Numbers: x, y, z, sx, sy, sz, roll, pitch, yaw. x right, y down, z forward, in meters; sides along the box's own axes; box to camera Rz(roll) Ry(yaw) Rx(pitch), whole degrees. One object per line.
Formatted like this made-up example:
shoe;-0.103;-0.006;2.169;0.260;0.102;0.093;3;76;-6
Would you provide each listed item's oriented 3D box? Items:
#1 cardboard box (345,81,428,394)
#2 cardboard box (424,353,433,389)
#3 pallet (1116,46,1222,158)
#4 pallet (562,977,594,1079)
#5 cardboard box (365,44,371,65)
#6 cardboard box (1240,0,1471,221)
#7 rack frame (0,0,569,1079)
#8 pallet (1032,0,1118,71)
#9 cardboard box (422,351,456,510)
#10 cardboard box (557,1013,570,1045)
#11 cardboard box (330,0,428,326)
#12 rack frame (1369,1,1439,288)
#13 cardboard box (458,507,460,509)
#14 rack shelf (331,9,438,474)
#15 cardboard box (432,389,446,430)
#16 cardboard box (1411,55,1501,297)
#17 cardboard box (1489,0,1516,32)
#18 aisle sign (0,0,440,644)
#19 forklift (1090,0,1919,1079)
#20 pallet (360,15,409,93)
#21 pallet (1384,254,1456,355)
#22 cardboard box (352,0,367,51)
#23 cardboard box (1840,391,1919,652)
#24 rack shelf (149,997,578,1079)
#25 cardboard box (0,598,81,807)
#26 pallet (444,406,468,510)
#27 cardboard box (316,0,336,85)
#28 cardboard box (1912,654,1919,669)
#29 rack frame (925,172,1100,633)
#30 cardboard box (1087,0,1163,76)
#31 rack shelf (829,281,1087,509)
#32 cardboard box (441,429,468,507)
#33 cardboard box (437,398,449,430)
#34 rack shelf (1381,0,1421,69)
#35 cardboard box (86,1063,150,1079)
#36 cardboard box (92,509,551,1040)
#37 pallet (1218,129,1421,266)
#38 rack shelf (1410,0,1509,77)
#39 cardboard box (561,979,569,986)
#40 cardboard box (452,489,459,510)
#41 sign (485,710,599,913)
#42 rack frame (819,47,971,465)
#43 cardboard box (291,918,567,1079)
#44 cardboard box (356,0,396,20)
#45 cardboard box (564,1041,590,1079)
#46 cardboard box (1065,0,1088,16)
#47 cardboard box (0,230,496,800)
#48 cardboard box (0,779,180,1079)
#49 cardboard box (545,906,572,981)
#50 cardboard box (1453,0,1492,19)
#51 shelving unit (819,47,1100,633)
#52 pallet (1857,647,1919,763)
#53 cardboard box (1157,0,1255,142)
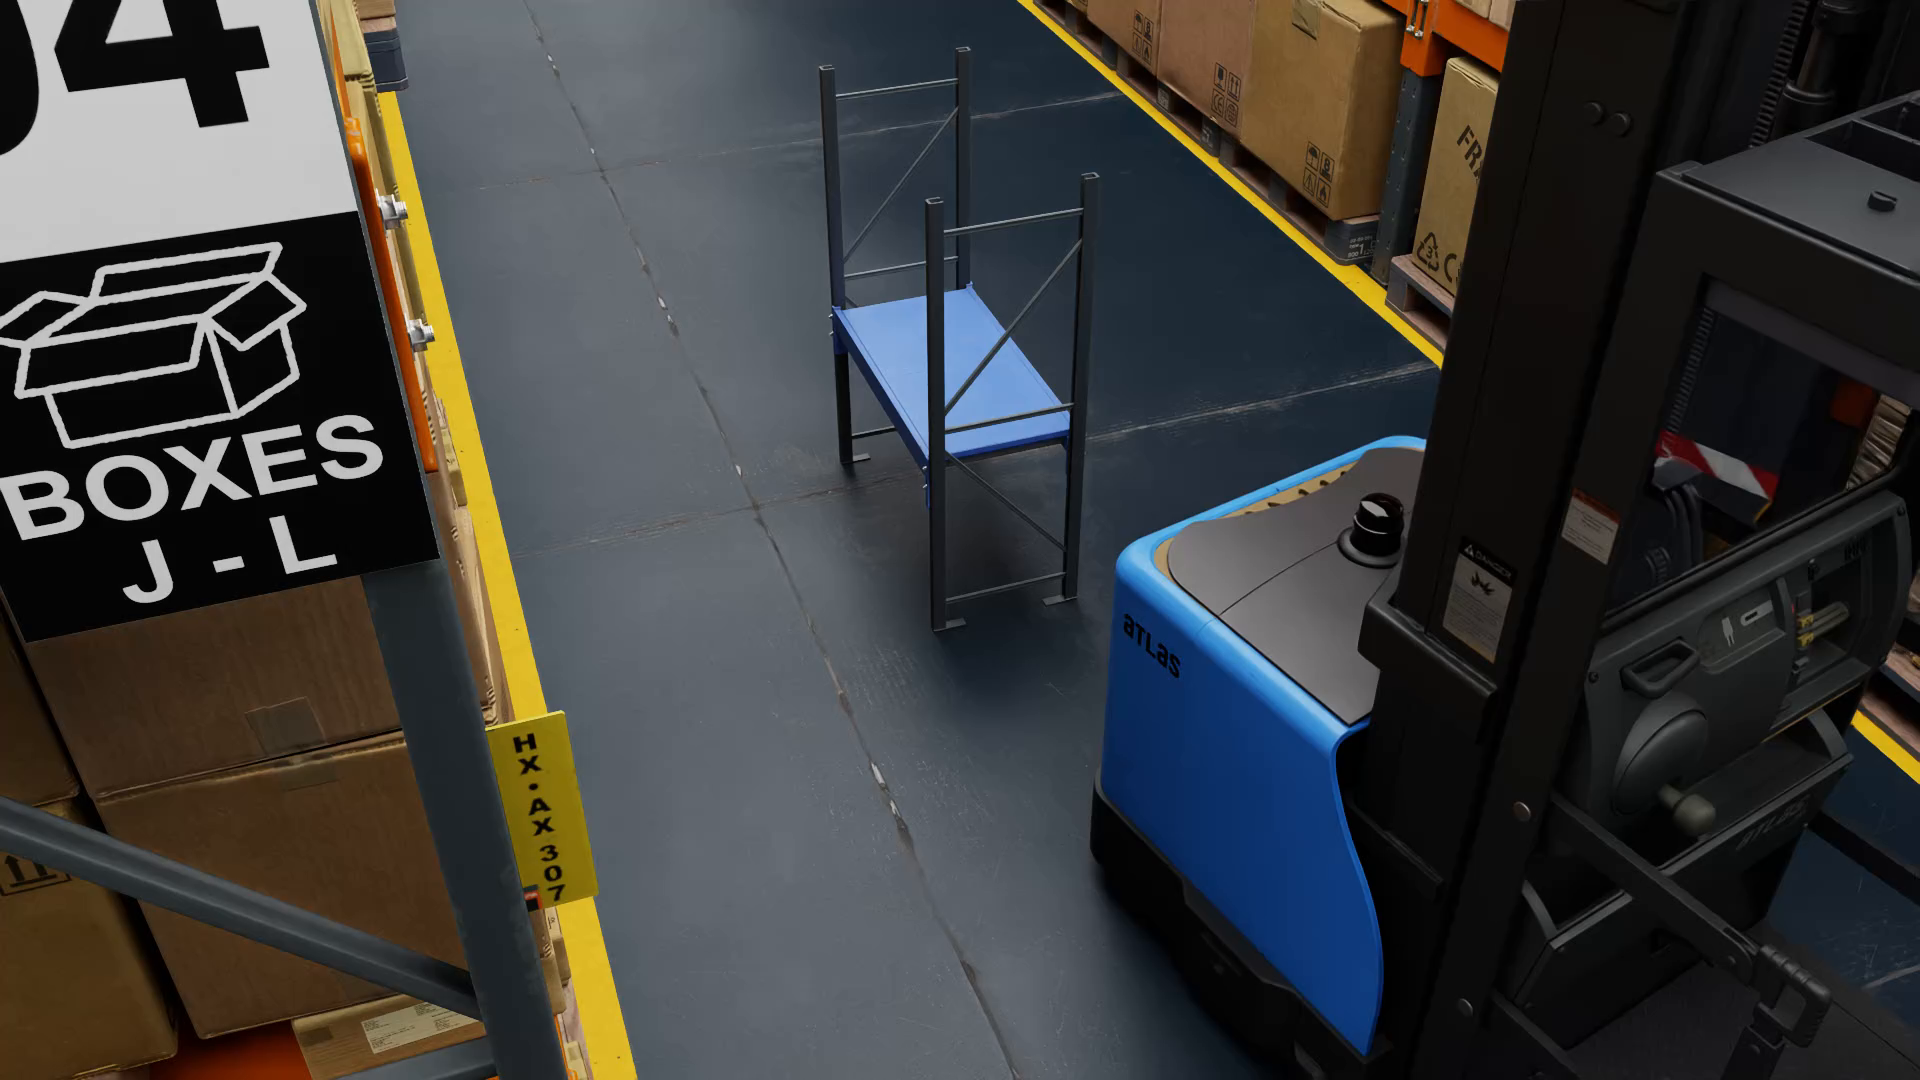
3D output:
cardboard box;-1.116;-0.347;2.556;0.500;0.500;0.500;-11;38;-15
cardboard box;-2.001;-0.492;5.683;0.380;0.149;0.250;-12;39;-15
pallet;1.524;-2.423;8.791;1.003;0.211;1.213;-12;39;-16
pallet;-1.304;1.408;3.705;1.003;0.211;1.213;-12;39;-16
cardboard box;-1.798;-1.106;4.395;0.500;0.500;0.500;-13;39;-17
cardboard box;2.045;-2.102;7.465;1.225;0.875;0.875;-12;39;-16
rack frame;-1.028;0.803;2.191;0.949;2.616;0.053;-12;39;-16
pallet;1.108;-3.111;9.704;1.003;0.211;1.213;-12;39;-16
cardboard box;-1.291;-0.242;3.248;0.500;0.500;0.500;-12;39;-15
cardboard box;-1.012;1.140;3.516;0.380;0.149;0.250;-13;39;-16
cardboard box;-1.274;-0.645;2.952;0.500;0.500;0.500;-13;39;-17
rack frame;2.284;-2.426;6.477;1.000;3.000;0.127;-12;39;-16
cardboard box;-1.791;-0.034;5.322;0.380;0.149;0.250;-14;39;-17
rack shelf;-1.720;-1.237;3.004;1.077;0.370;4.000;-12;39;-16
cardboard box;-1.896;-0.341;5.483;0.380;0.149;0.250;-14;39;-18
cardboard box;2.436;-1.355;6.473;0.875;0.875;0.875;-12;39;-16
cardboard box;2.164;-1.941;6.043;0.380;0.149;0.250;-14;39;-17
aisle sign;-0.725;-0.256;1.435;0.394;0.787;0.004;-12;39;-16
forklift;1.576;0.292;2.927;1.130;2.935;3.031;-21;42;-26
pallet;-2.534;-1.841;5.861;1.003;0.211;1.213;-12;39;-16
pallet;2.472;-0.866;6.725;1.003;0.211;1.213;-12;39;-16
cardboard box;-1.453;-0.932;3.333;0.500;0.500;0.500;-14;39;-17
cardboard box;3.052;-0.344;5.131;0.875;0.875;0.875;-12;39;-16
rack shelf;-1.720;-0.039;3.906;1.077;0.370;4.000;-12;39;-16
cardboard box;-1.422;0.039;2.044;0.500;0.500;0.500;-13;39;-17
pallet;-2.143;0.030;5.535;1.003;0.211;1.213;-12;39;-16
cardboard box;-0.946;-0.641;1.740;0.500;0.250;0.500;-11;38;-14
cardboard box;3.365;0.170;4.448;0.875;0.875;0.875;-12;39;-16
rack frame;0.146;-0.360;4.981;0.500;1.500;0.032;-12;39;-16
cardboard box;1.425;-3.105;8.796;1.225;0.875;0.875;-12;39;-16
rack shelf;-0.029;-0.504;5.471;0.538;0.185;1.000;-12;39;-16
cardboard box;-1.787;-0.194;5.287;0.380;0.149;0.250;-14;39;-18
cardboard box;-1.953;-0.334;5.721;0.380;0.149;0.250;-12;39;-15
rack shelf;1.596;-3.268;8.194;1.077;0.370;4.000;-12;39;-16
cardboard box;-1.409;0.778;2.432;0.380;0.149;0.250;-12;39;-16
cardboard box;-0.926;0.334;2.483;0.500;0.500;0.500;-11;38;-14
pallet;1.948;-1.732;7.874;1.003;0.211;1.213;-12;39;-16
rack shelf;2.972;-1.009;5.194;1.077;0.370;4.000;-12;39;-16
cardboard box;-1.155;0.975;3.982;0.380;0.149;0.250;-12;39;-15
cardboard box;-1.627;-0.004;4.788;0.380;0.149;0.250;-14;39;-18
sign;-0.522;0.345;2.079;0.100;0.325;0.005;-12;39;-16
rack frame;-0.204;-0.934;5.744;0.500;1.500;0.032;-12;39;-16
cardboard box;-0.835;0.653;2.599;0.380;0.149;0.250;-13;39;-16
cardboard box;-2.112;-1.841;5.561;0.380;0.149;0.250;-14;39;-18
cardboard box;-0.893;1.171;3.229;0.380;0.149;0.250;-14;39;-18
cardboard box;1.125;-3.610;9.467;1.225;0.875;0.875;-14;39;-18
cardboard box;-0.937;-0.063;2.179;0.500;0.500;0.500;-13;39;-16
cardboard box;-1.428;0.444;2.337;0.500;0.500;0.500;-12;39;-15
cardboard box;-1.067;0.871;3.627;0.380;0.149;0.250;-13;39;-16
cardboard box;2.073;-2.090;6.240;0.380;0.149;0.250;-12;39;-16
shelving unit;-0.029;-0.647;5.363;0.538;1.500;1.048;-12;39;-16
pallet;3.312;0.512;4.895;1.003;0.211;1.213;-12;39;-16
cardboard box;1.737;-2.607;8.135;1.225;0.875;0.875;-14;39;-18
